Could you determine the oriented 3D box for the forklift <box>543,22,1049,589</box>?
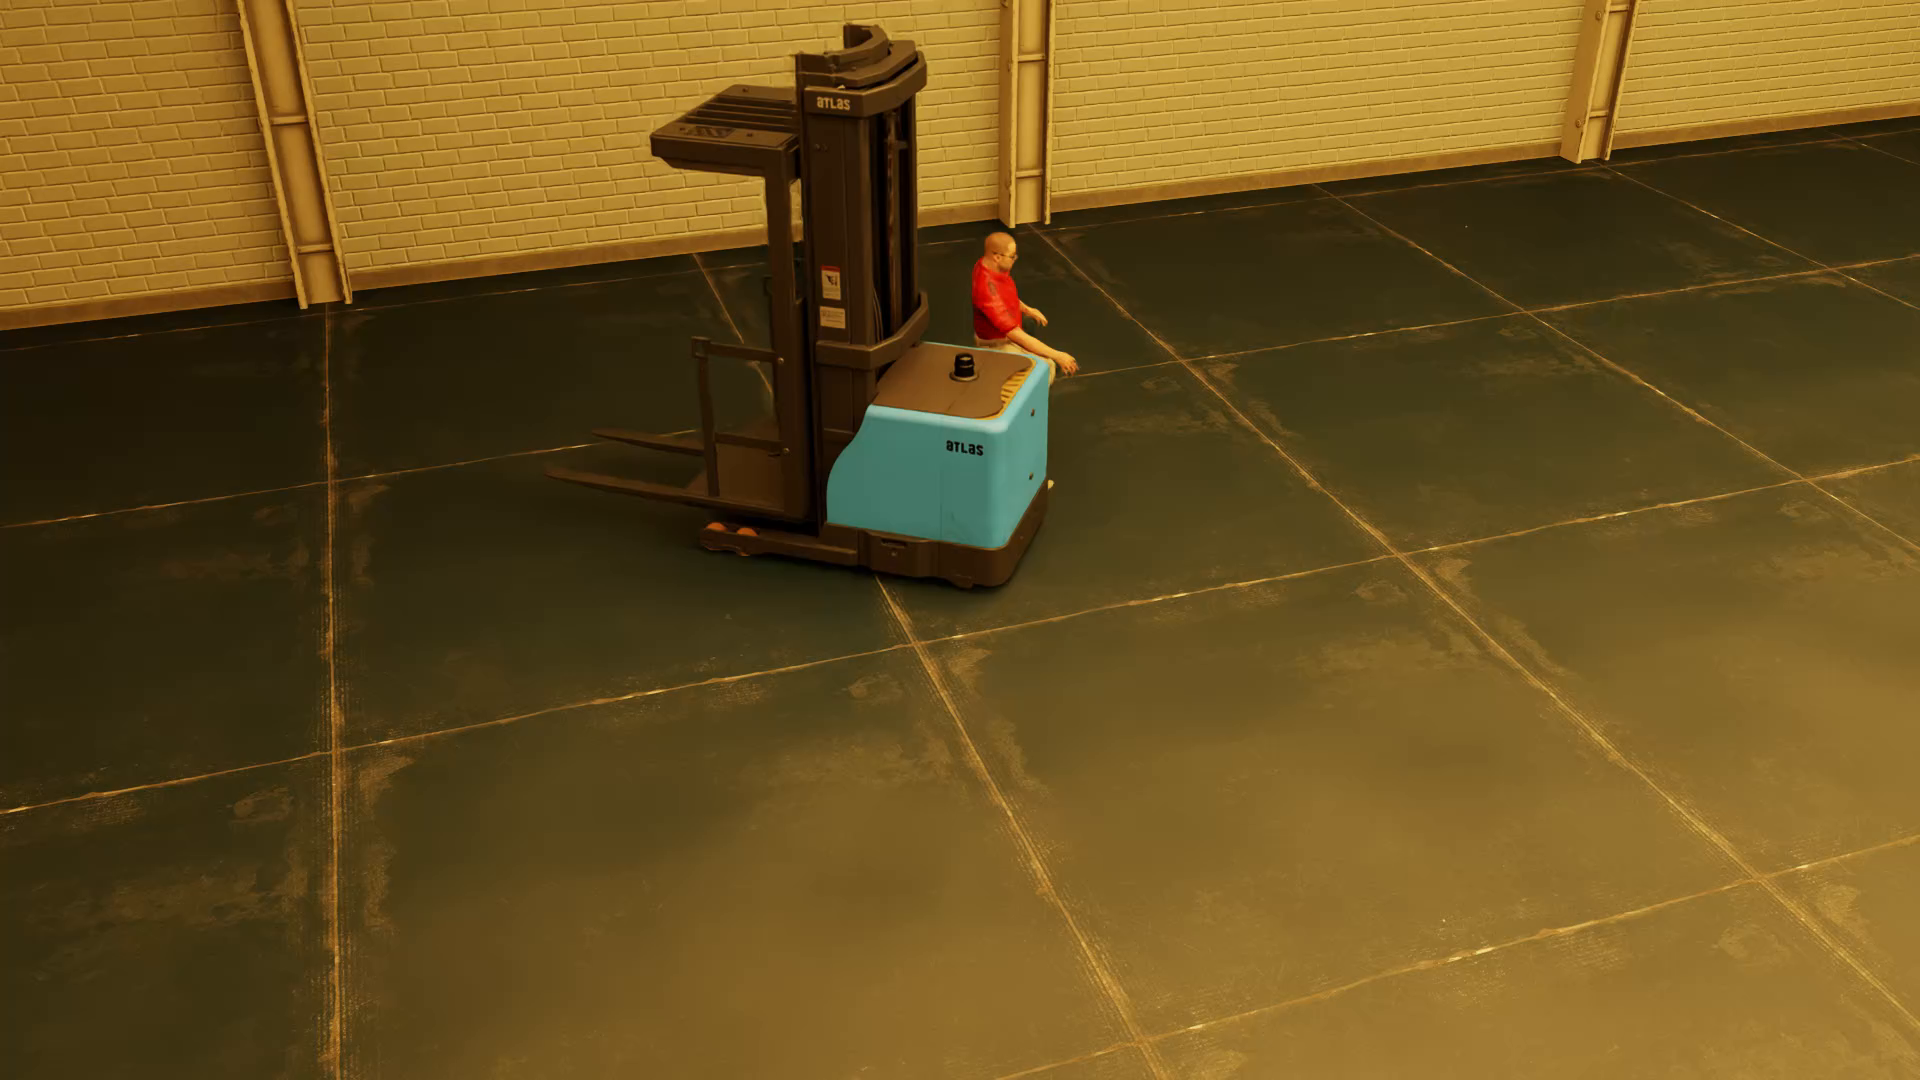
[{"bbox_3d":[-1.038,-1.414,9.544,3.031,2.935,1.130,9,31,15],"label":"forklift"}]

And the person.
[{"bbox_3d":[0.414,-1.196,10.560,0.690,1.600,0.816,2,30,3],"label":"person"}]
